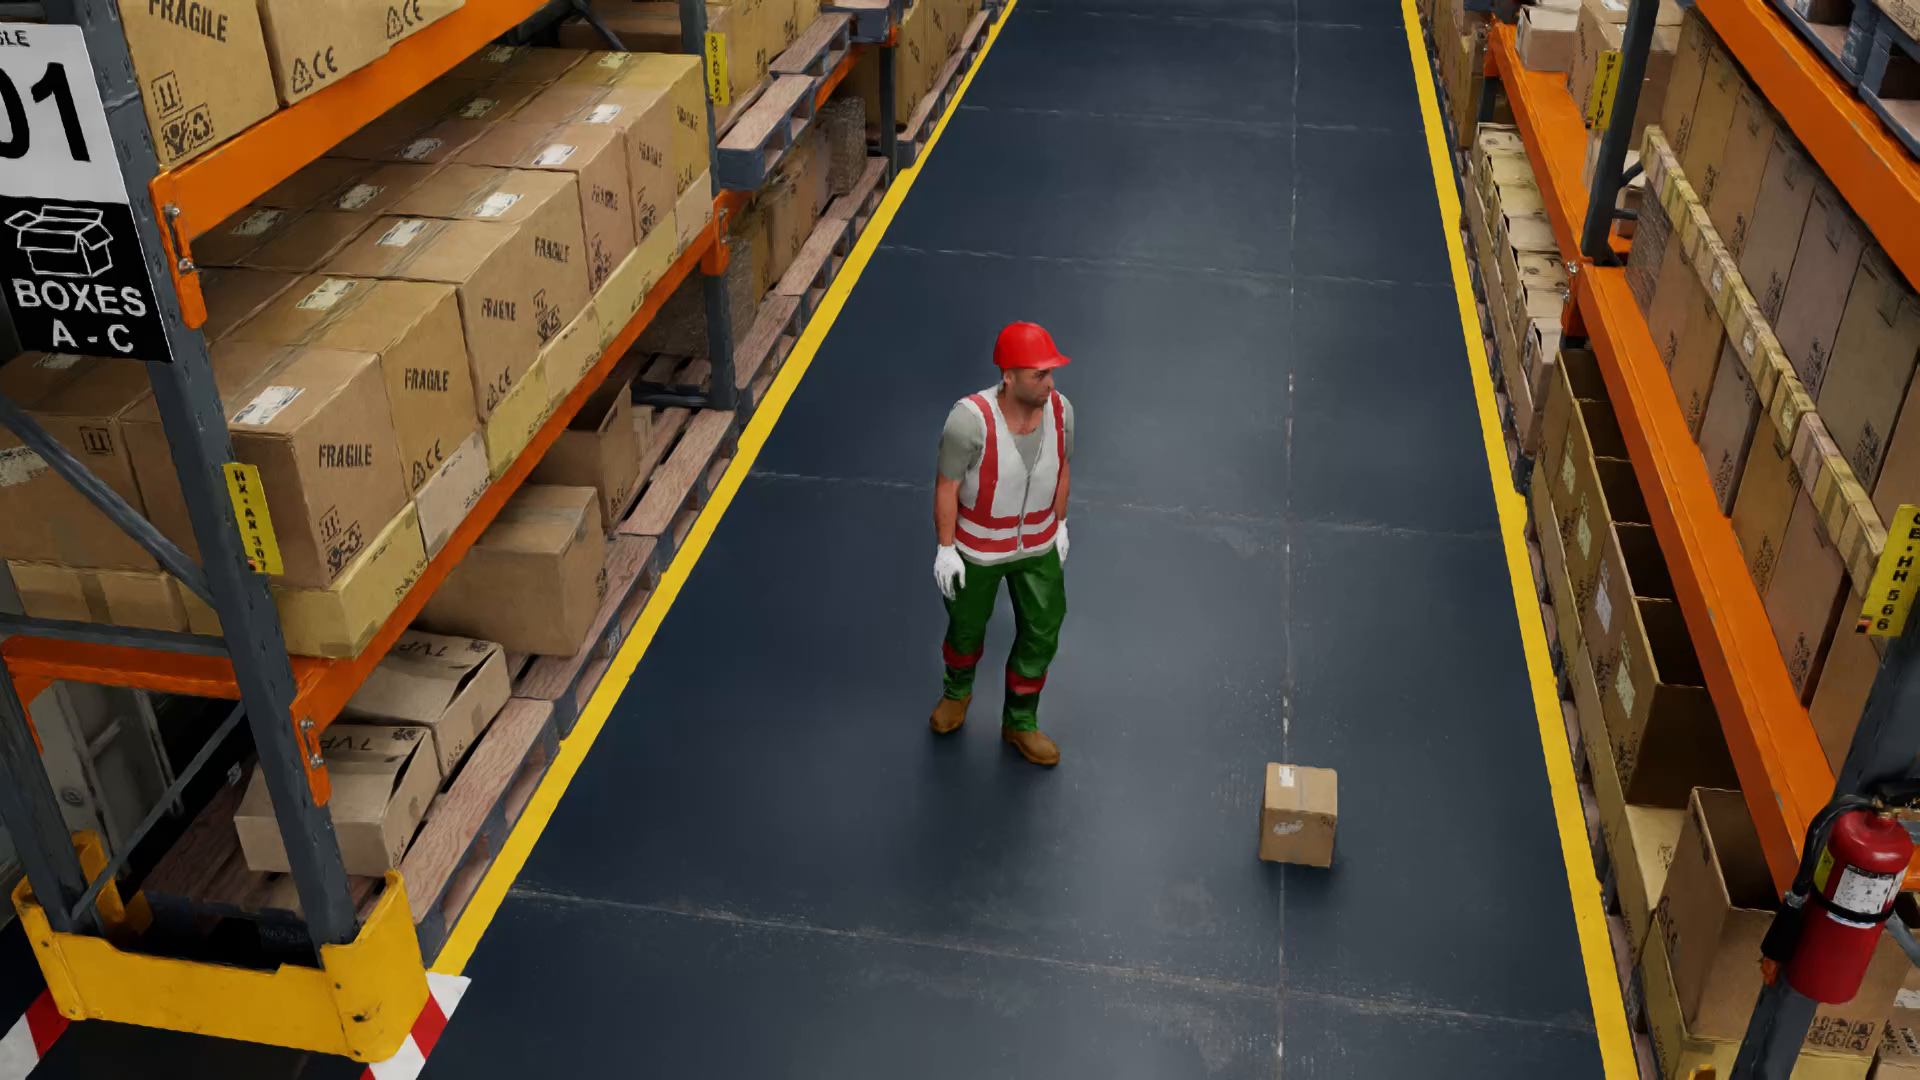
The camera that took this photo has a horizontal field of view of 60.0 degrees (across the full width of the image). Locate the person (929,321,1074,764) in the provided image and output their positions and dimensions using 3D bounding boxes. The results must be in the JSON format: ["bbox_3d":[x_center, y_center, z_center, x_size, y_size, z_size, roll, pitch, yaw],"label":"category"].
[{"bbox_3d":[0.155,0.005,6.109,0.568,1.781,0.565,-12,34,-18],"label":"person"}]
